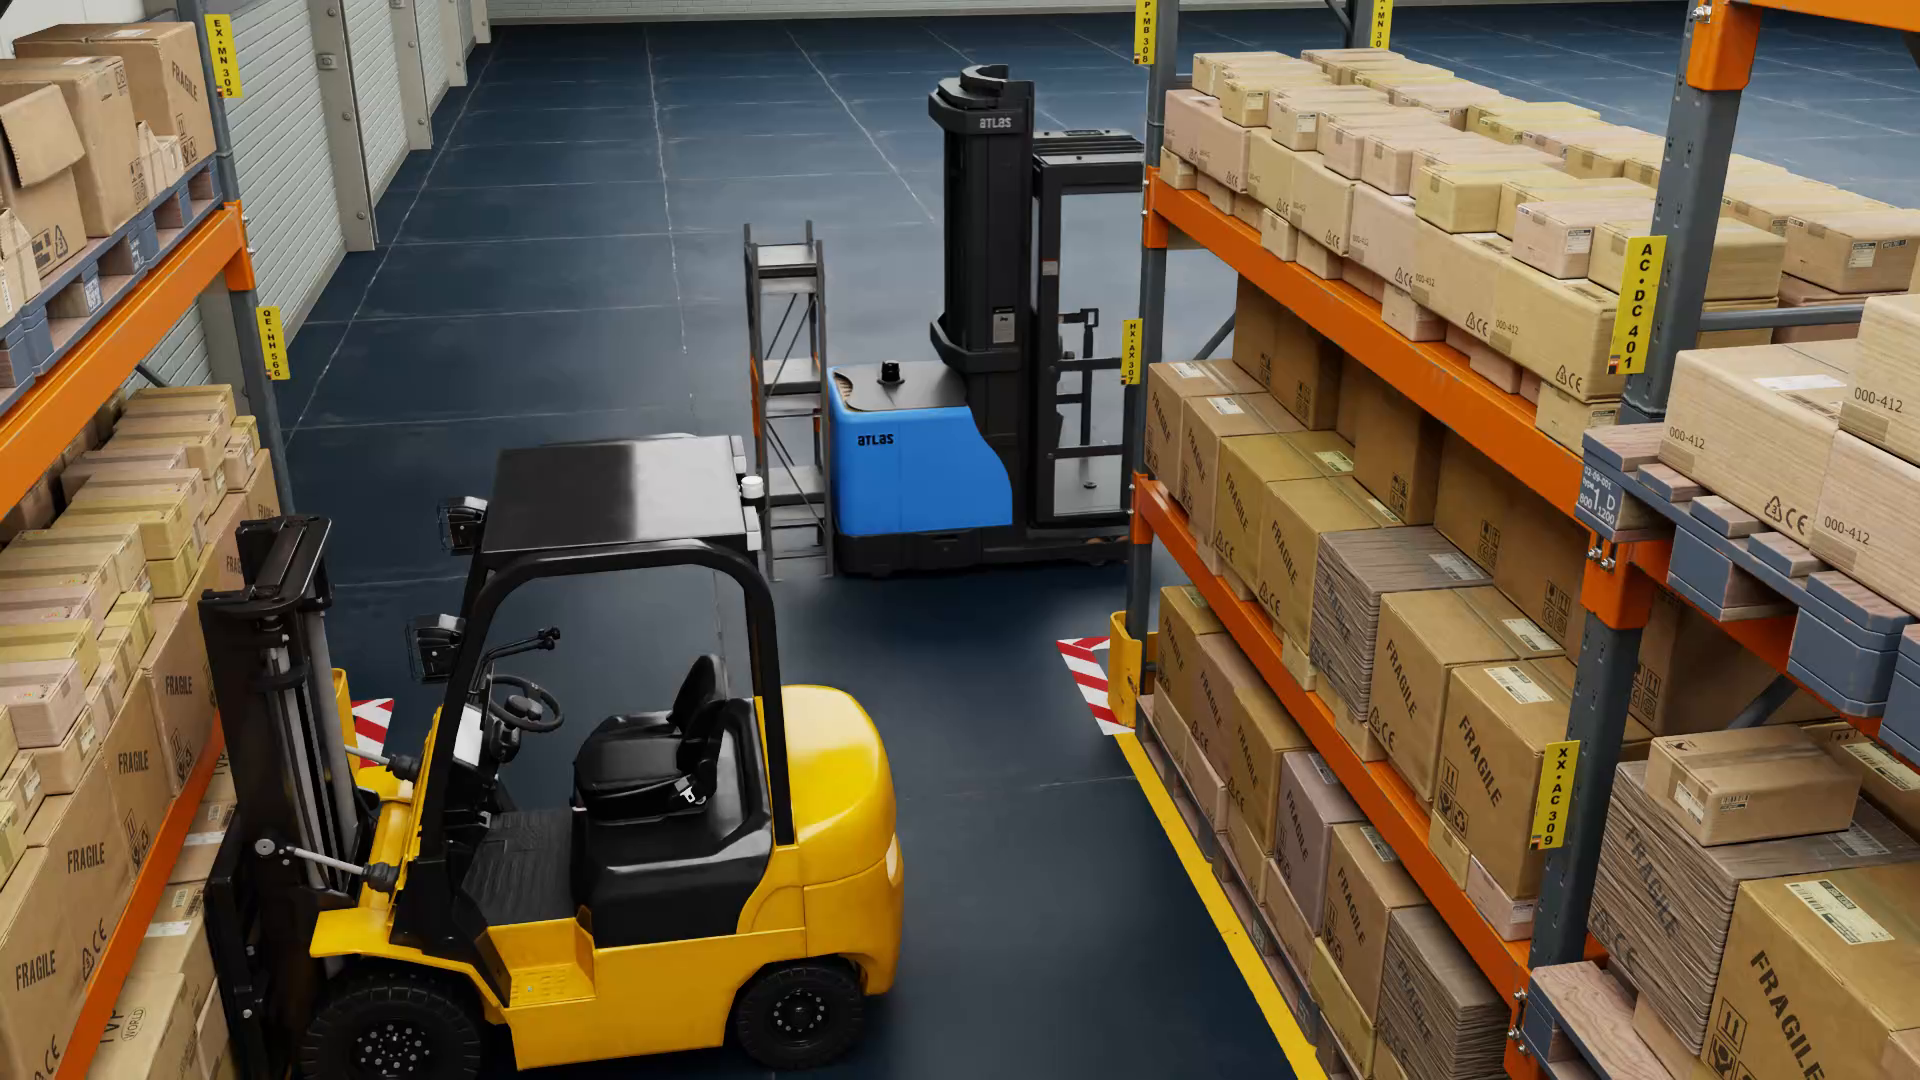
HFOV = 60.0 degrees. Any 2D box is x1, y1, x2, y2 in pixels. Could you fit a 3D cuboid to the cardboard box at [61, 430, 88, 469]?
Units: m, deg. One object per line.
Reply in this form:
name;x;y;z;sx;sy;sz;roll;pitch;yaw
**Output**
cardboard box;-3.587;-0.301;6.383;0.380;0.149;0.250;-4;24;-9

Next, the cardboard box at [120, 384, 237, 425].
cardboard box;-3.244;-0.531;6.912;0.380;0.149;0.250;-4;24;-10

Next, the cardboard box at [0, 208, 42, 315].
cardboard box;-2.753;-0.762;4.517;0.396;0.266;0.258;-5;24;-11

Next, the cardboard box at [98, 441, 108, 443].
cardboard box;-3.709;-0.368;6.909;0.380;0.149;0.250;-5;24;-11

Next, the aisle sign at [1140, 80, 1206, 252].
aisle sign;1.044;-1.739;7.736;0.394;0.787;0.004;-4;24;-10

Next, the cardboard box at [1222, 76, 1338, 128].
cardboard box;1.247;-1.711;6.490;0.380;0.149;0.250;-4;24;-10

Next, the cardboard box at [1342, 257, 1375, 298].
cardboard box;1.550;-0.949;5.741;0.380;0.149;0.250;-5;24;-10

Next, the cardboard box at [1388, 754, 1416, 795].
cardboard box;1.684;0.734;5.637;0.380;0.149;0.250;-5;24;-10

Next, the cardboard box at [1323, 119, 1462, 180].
cardboard box;1.446;-1.309;5.569;0.380;0.149;0.250;-4;24;-9

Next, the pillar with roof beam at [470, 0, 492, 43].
pillar with roof beam;-5.591;-14.705;33.176;9.100;9.000;0.400;-4;24;-10

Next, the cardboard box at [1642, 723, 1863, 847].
cardboard box;1.840;0.567;3.873;0.380;0.149;0.250;-4;24;-10

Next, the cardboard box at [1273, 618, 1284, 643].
cardboard box;1.460;0.334;6.550;0.380;0.149;0.250;-5;24;-11

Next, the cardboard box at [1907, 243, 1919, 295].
cardboard box;2.332;-0.482;3.396;0.500;0.250;0.500;-4;24;-9

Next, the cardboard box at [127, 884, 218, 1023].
cardboard box;-2.746;1.395;5.469;0.500;0.250;0.500;-3;24;-8

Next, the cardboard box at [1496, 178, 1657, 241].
cardboard box;1.743;-0.912;4.660;0.380;0.149;0.250;-4;24;-8

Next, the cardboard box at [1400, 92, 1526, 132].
cardboard box;1.845;-1.551;6.124;0.380;0.149;0.250;-5;24;-11

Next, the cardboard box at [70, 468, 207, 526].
cardboard box;-2.962;-0.138;6.012;0.380;0.149;0.250;-4;24;-8

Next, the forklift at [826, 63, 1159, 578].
forklift;0.671;-1.387;10.265;3.031;2.935;1.130;-4;24;-10

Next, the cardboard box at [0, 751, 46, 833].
cardboard box;-2.703;0.706;4.451;0.380;0.149;0.250;-4;24;-10

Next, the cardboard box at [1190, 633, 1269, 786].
cardboard box;1.344;0.730;7.304;0.500;0.500;0.500;-5;24;-12

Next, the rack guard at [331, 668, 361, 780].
rack guard;-3.521;0.959;7.930;1.175;0.500;0.348;-4;24;-10

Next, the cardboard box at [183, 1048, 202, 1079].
cardboard box;-2.658;1.823;5.113;0.500;0.250;0.500;-4;24;-10

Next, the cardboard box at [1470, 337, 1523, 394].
cardboard box;1.711;-0.539;4.801;0.380;0.149;0.250;-4;24;-9

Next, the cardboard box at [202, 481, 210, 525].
cardboard box;-3.079;-0.102;6.299;0.380;0.149;0.250;-4;24;-10

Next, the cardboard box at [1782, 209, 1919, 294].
cardboard box;2.363;-0.746;4.280;0.380;0.149;0.250;-5;24;-11

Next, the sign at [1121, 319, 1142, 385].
sign;0.827;-0.903;7.987;0.100;0.325;0.005;-4;24;-10

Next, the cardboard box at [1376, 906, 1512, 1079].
cardboard box;1.727;1.538;5.454;0.500;0.500;0.500;-5;24;-10

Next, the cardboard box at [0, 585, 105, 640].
cardboard box;-2.861;0.268;5.081;0.380;0.149;0.250;-4;24;-10

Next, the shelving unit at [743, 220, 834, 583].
shelving unit;-1.025;-0.817;9.996;0.431;2.100;0.503;-5;24;-11

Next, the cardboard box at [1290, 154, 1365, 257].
cardboard box;1.470;-1.168;5.744;0.500;0.250;0.500;-4;24;-9

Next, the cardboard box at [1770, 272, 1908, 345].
cardboard box;2.288;-0.608;4.463;0.500;0.250;0.500;-5;24;-11

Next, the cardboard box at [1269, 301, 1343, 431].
cardboard box;1.756;-0.802;7.093;0.700;0.500;0.500;-4;24;-9

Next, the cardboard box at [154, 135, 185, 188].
cardboard box;-3.065;-1.372;6.059;0.380;0.149;0.250;-5;24;-11

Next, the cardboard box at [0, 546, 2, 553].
cardboard box;-3.541;0.143;5.739;0.380;0.149;0.250;-3;24;-8

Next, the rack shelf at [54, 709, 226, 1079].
rack shelf;-3.147;0.939;5.751;1.077;0.370;4.000;-4;24;-10

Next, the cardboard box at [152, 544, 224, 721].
cardboard box;-2.986;0.357;6.059;0.500;0.500;0.500;-5;24;-11

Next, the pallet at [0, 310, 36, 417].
pallet;-2.960;-0.272;3.987;1.003;0.211;1.213;-4;24;-10

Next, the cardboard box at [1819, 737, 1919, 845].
cardboard box;2.411;0.817;4.110;0.500;0.500;0.500;-5;24;-11

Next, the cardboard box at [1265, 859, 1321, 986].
cardboard box;1.529;1.473;6.540;0.500;0.250;0.500;-4;24;-9

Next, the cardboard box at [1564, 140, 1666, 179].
cardboard box;2.128;-1.150;5.204;0.380;0.149;0.250;-5;24;-12

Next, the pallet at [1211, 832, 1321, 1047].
pallet;1.712;1.563;6.908;1.003;0.211;1.213;-4;24;-10

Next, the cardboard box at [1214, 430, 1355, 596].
cardboard box;1.370;-0.118;6.775;0.500;0.500;0.500;-5;24;-11

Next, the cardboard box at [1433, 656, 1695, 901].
cardboard box;1.773;0.689;4.929;0.500;0.500;0.500;-5;24;-11

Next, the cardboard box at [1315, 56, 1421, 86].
cardboard box;1.723;-1.956;7.050;0.380;0.149;0.250;-4;24;-9

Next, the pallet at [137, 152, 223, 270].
pallet;-3.412;-1.231;6.184;1.003;0.211;1.213;-4;24;-10

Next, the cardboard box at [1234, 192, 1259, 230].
cardboard box;1.324;-1.352;6.664;0.380;0.149;0.250;-4;24;-10

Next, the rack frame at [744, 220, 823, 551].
rack frame;-1.074;-0.912;10.215;0.400;2.100;0.015;-5;24;-11

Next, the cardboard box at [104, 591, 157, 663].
cardboard box;-2.844;0.298;5.384;0.380;0.149;0.250;-5;24;-11

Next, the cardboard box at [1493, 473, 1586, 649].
cardboard box;2.159;-0.005;5.267;0.700;0.500;0.500;-4;24;-9

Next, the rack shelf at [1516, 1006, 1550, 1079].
rack shelf;2.470;2.144;2.993;1.077;0.370;4.000;-4;24;-10

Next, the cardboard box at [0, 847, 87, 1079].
cardboard box;-2.603;1.156;4.230;0.500;0.500;0.500;-5;24;-11

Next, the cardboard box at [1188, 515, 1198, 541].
cardboard box;1.250;-0.074;7.484;0.380;0.149;0.250;-5;24;-11

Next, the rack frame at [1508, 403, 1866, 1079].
rack frame;2.100;1.027;4.650;1.000;3.000;0.127;-4;24;-10
